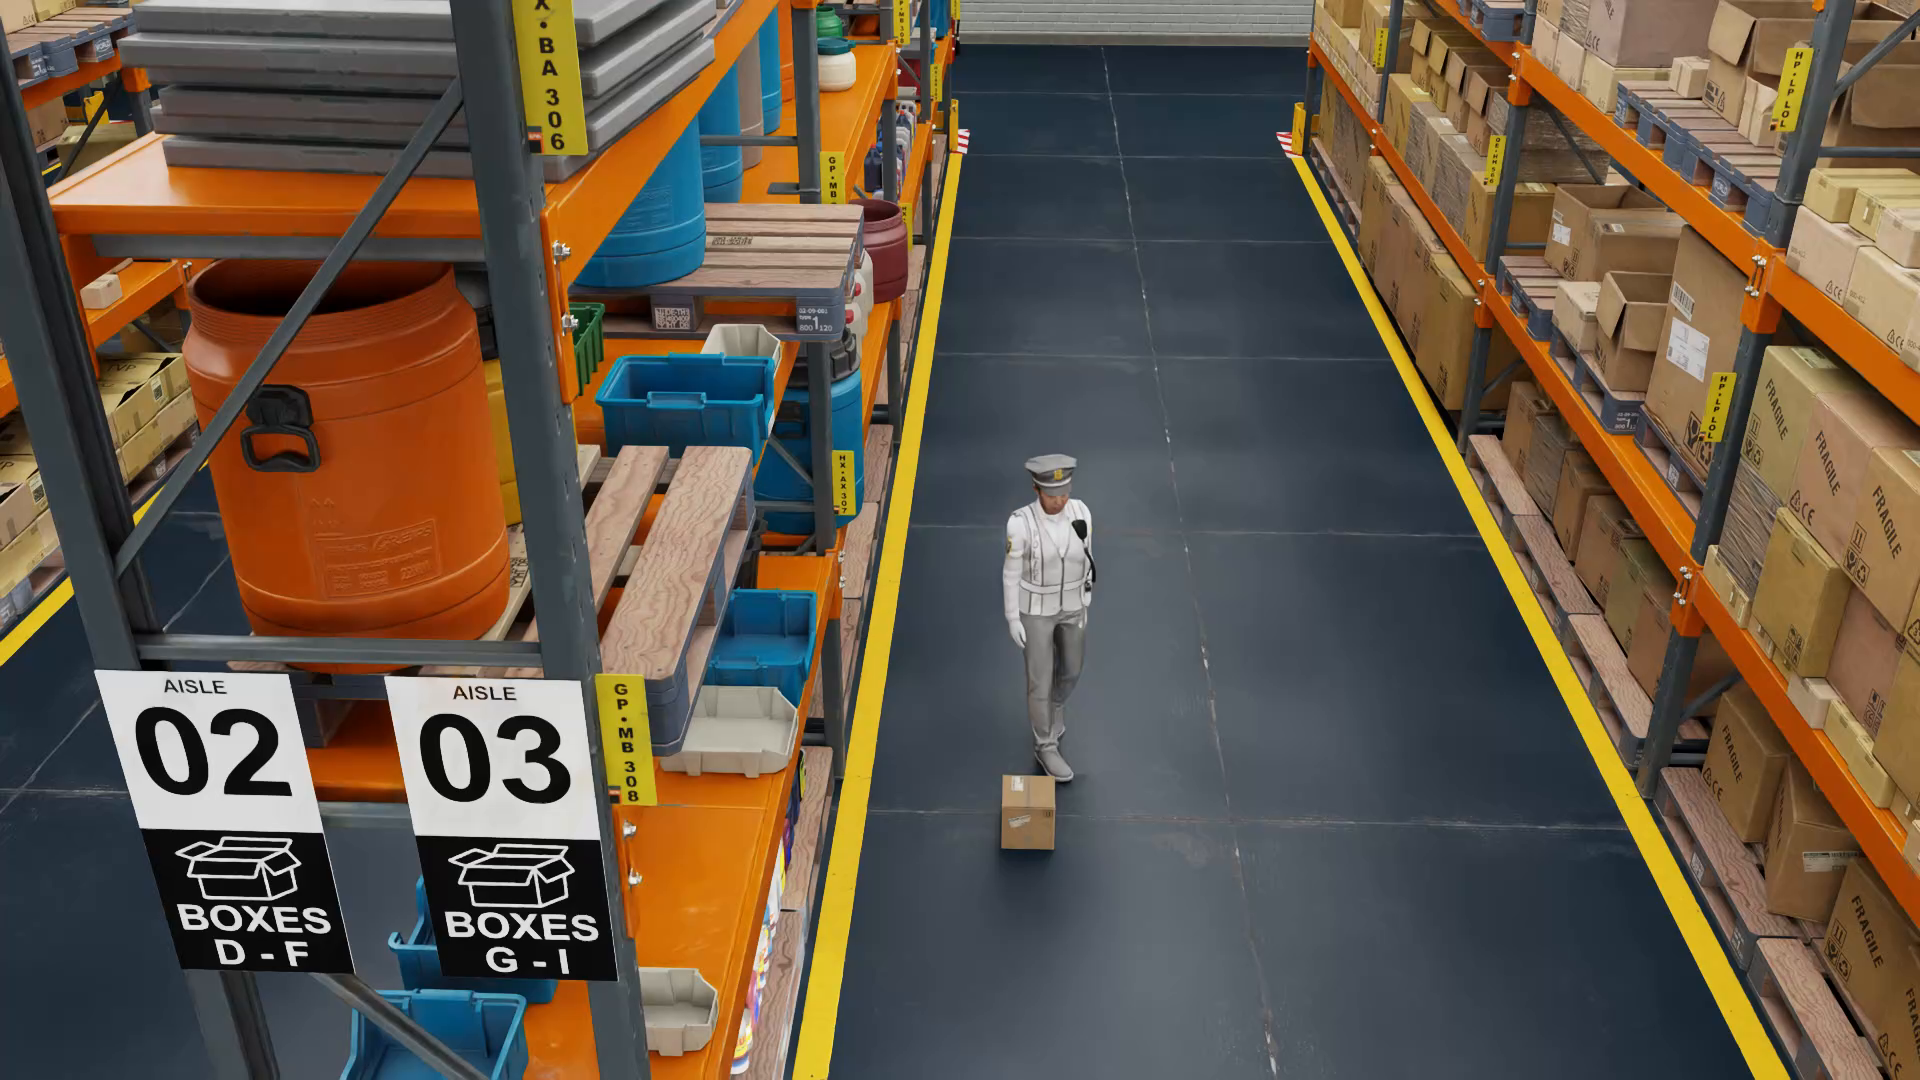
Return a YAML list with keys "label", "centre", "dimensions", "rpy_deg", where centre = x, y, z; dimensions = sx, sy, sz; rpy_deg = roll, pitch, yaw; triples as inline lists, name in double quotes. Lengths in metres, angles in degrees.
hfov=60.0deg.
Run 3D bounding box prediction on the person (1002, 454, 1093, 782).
- label: "person"
  centre: [0.445, 0.347, 8.167]
  dimensions: [0.472, 1.662, 0.608]
  rpy_deg: [-11, 30, -19]
